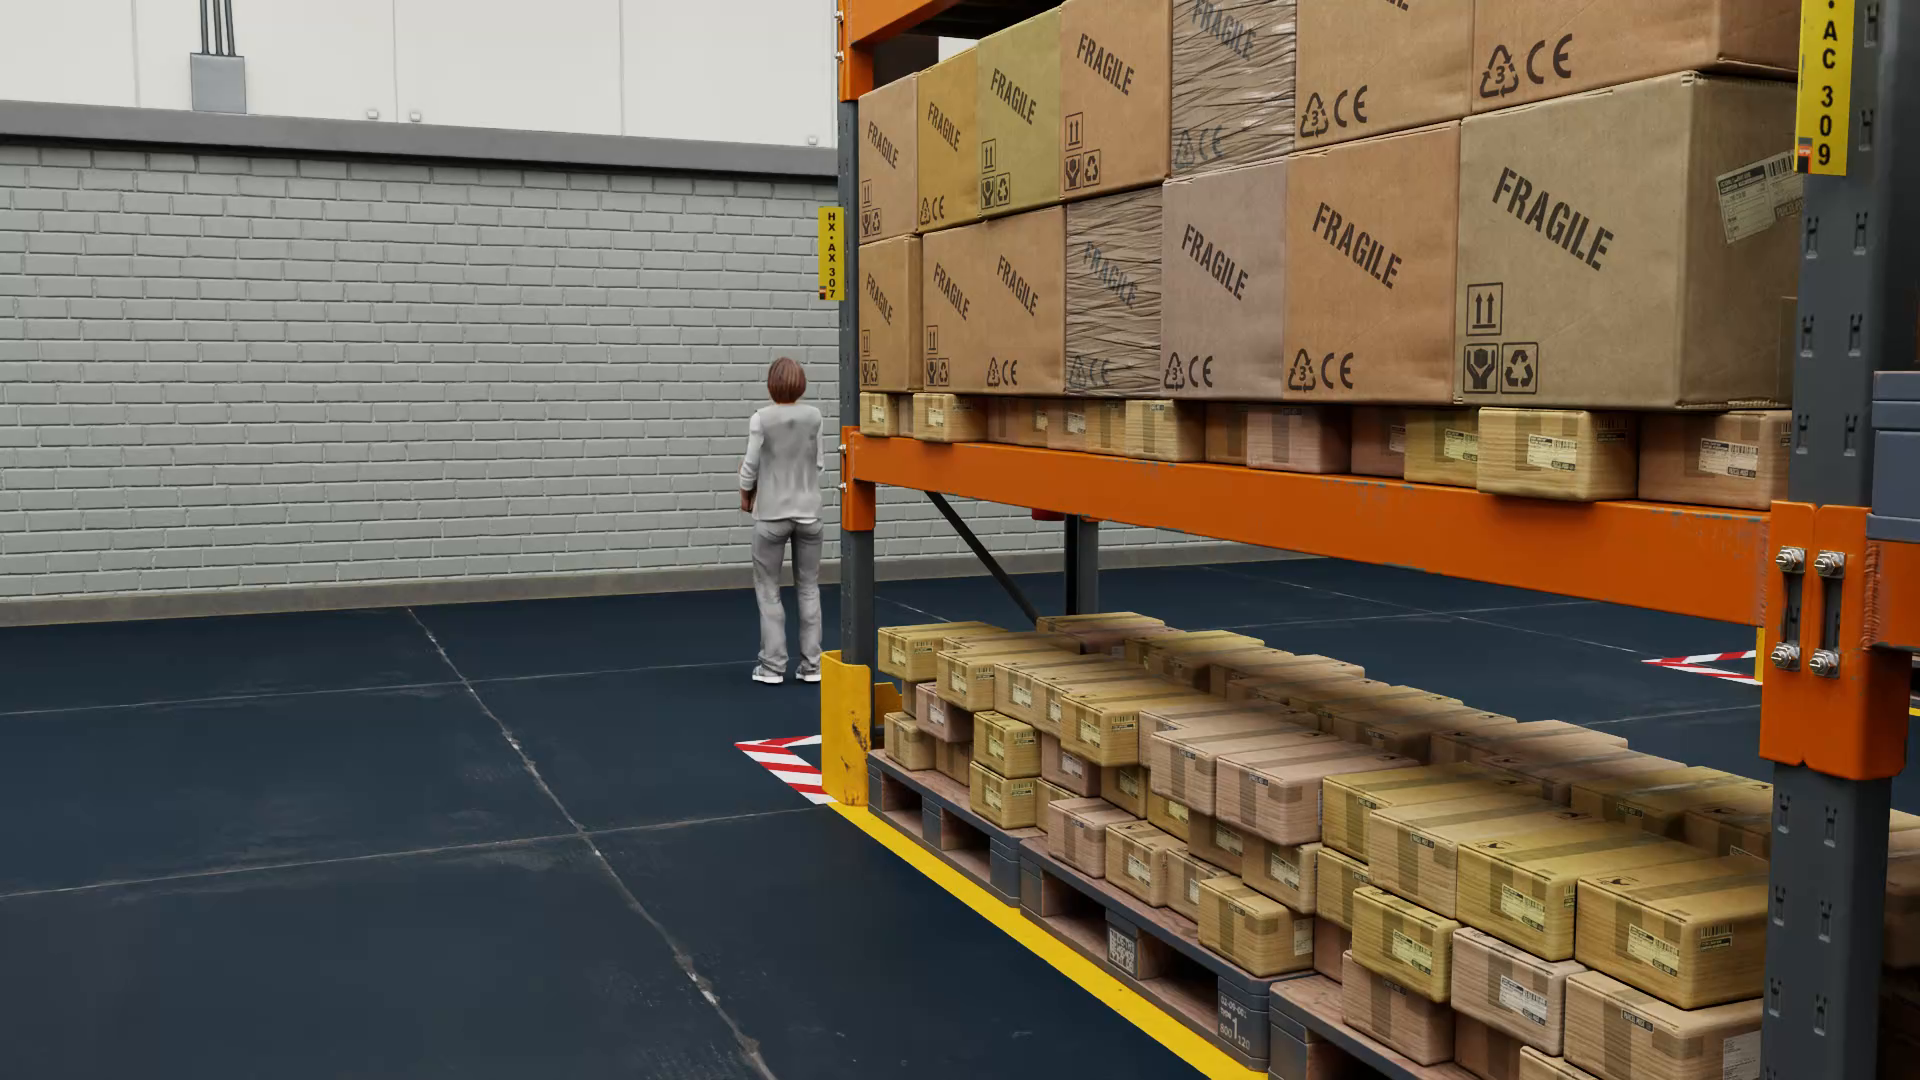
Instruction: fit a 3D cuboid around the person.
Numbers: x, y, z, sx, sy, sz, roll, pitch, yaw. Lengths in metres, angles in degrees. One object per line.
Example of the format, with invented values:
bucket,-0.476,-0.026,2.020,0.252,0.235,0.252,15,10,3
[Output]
person,-0.879,-0.098,8.194,0.425,1.596,0.489,-2,6,-24
